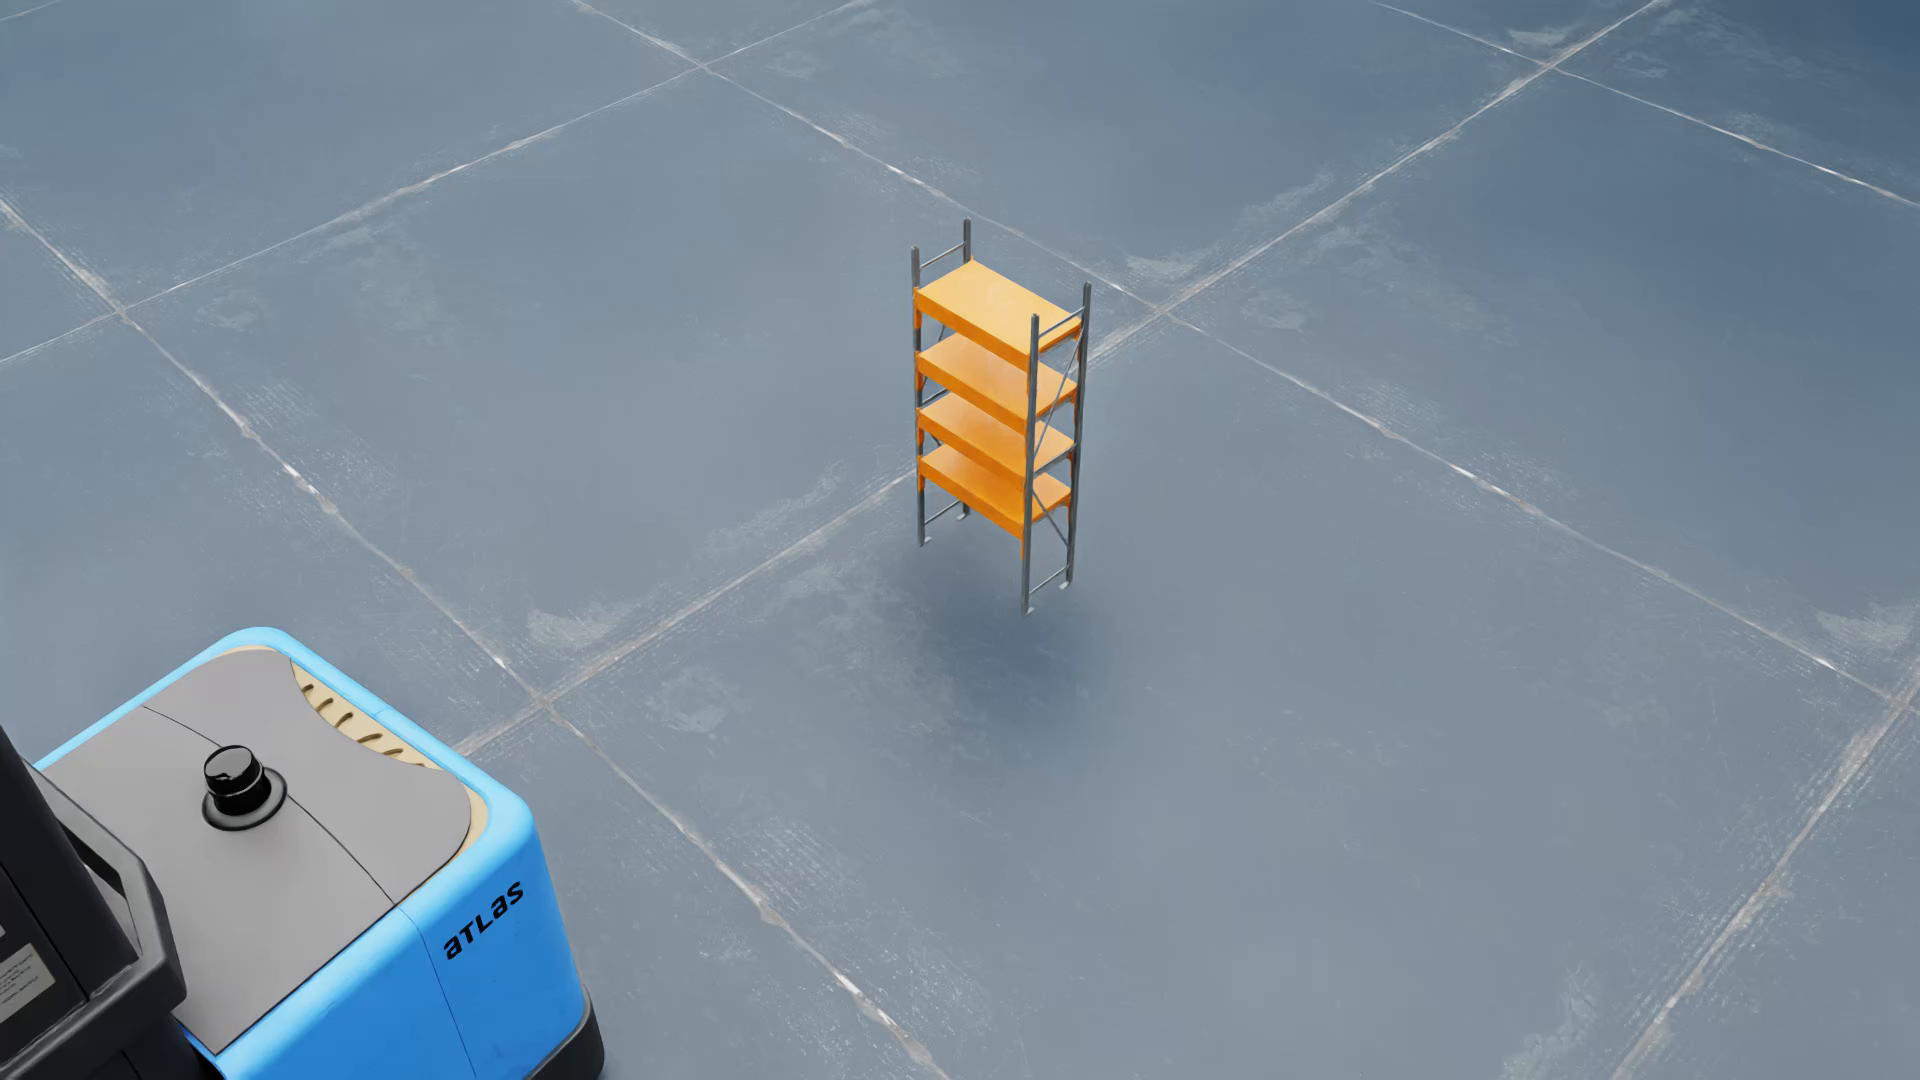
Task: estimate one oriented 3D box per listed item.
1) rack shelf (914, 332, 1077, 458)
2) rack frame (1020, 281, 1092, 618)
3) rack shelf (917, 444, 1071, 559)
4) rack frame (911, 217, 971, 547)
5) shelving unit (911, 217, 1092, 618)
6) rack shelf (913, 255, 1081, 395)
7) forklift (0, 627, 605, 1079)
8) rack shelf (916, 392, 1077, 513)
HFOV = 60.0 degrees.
[{"bbox_3d":[0.117,-0.476,5.151,0.258,0.148,0.480,-34,53,-31],"label":"rack shelf"},{"bbox_3d":[0.289,-0.244,5.130,0.240,1.200,0.015,-34,53,-31],"label":"rack frame"},{"bbox_3d":[0.117,-0.166,5.437,0.258,0.148,0.480,-34,53,-31],"label":"rack shelf"},{"bbox_3d":[-0.055,-0.478,5.384,0.240,1.200,0.015,-34,53,-31],"label":"rack frame"},{"bbox_3d":[0.117,-0.361,5.257,0.258,1.200,0.503,-34,53,-31],"label":"shelving unit"},{"bbox_3d":[0.117,-0.650,4.990,0.258,0.148,0.480,-34,53,-31],"label":"rack shelf"},{"bbox_3d":[-2.190,0.889,2.629,1.130,2.935,3.031,27,49,26],"label":"forklift"},{"bbox_3d":[0.117,-0.312,5.302,0.258,0.148,0.480,-34,53,-31],"label":"rack shelf"}]
